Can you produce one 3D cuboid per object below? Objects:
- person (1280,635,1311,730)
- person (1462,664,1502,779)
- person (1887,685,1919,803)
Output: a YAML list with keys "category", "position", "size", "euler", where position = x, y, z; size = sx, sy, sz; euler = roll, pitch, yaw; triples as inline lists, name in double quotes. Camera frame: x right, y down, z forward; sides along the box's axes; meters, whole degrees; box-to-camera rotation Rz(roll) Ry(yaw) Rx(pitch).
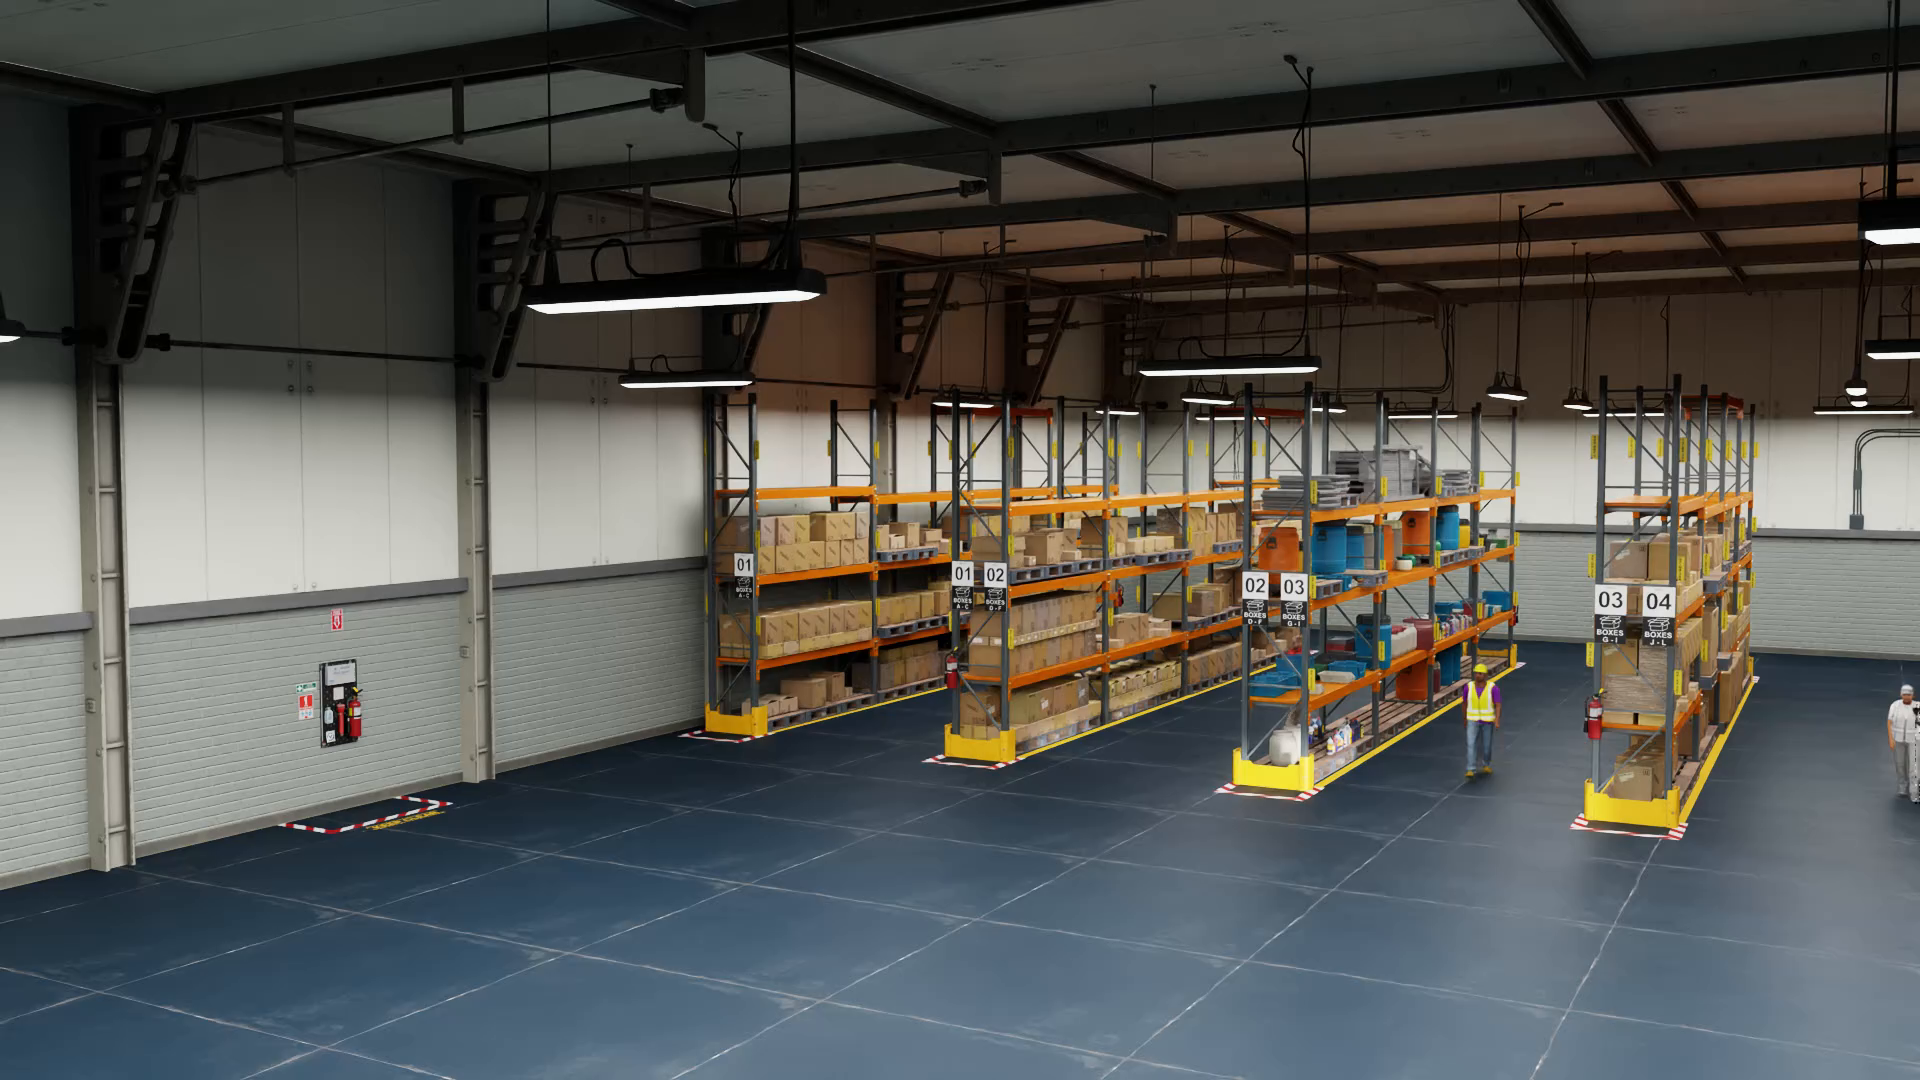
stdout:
- category: "person"
  position: [5.930, 2.541, 29.654]
  size: [0.930, 1.679, 0.576]
  euler: [-2, 4, -31]
- category: "person"
  position: [7.935, 2.754, 25.331]
  size: [0.595, 1.716, 1.031]
  euler: [1, 3, 23]
- category: "person"
  position: [13.550, 2.881, 23.802]
  size: [0.514, 1.618, 0.922]
  euler: [2, 4, 39]
